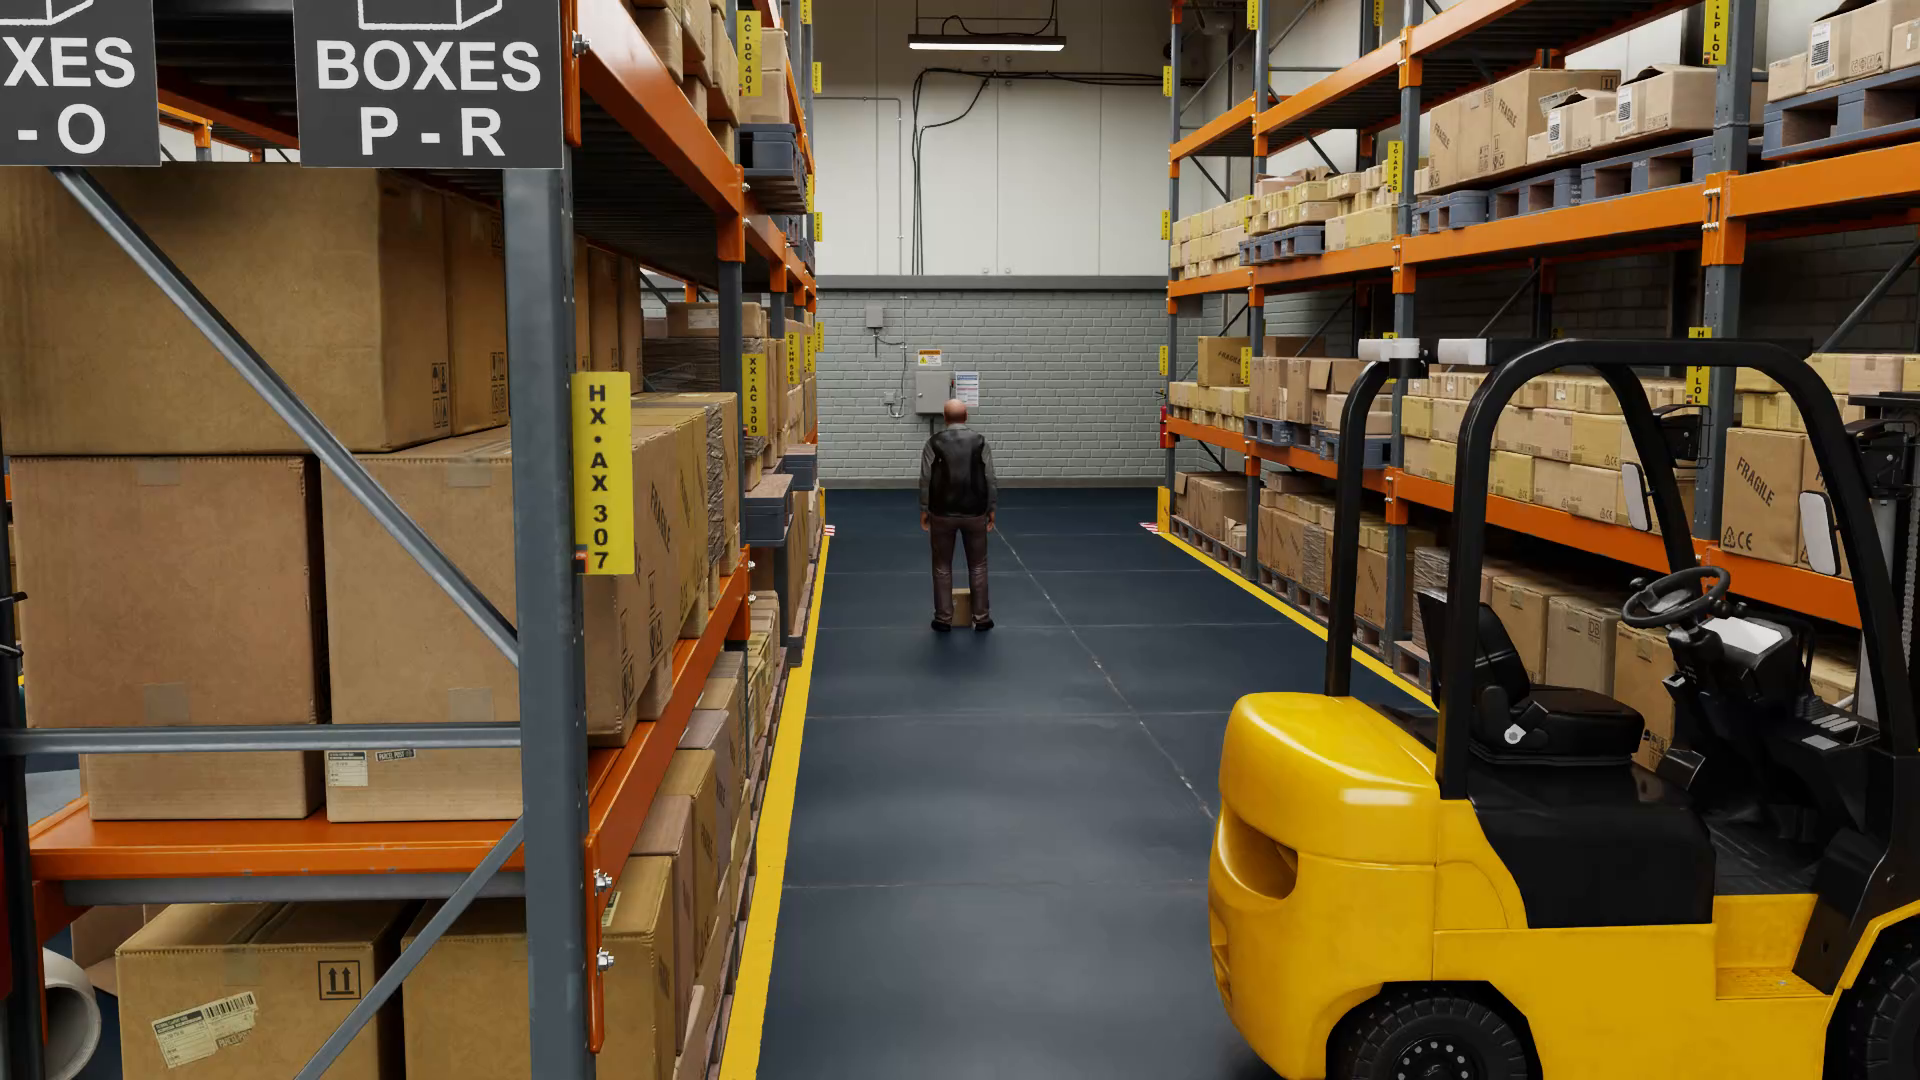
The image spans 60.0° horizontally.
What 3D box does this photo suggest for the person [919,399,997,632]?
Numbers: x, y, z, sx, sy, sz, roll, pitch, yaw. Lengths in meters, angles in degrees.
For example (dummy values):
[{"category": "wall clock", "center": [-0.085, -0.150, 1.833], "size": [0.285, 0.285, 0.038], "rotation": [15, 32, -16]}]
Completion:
[{"category": "person", "center": [-0.013, -0.182, 12.373], "size": [0.581, 1.721, 0.413], "rotation": [0, 7, -4]}]
